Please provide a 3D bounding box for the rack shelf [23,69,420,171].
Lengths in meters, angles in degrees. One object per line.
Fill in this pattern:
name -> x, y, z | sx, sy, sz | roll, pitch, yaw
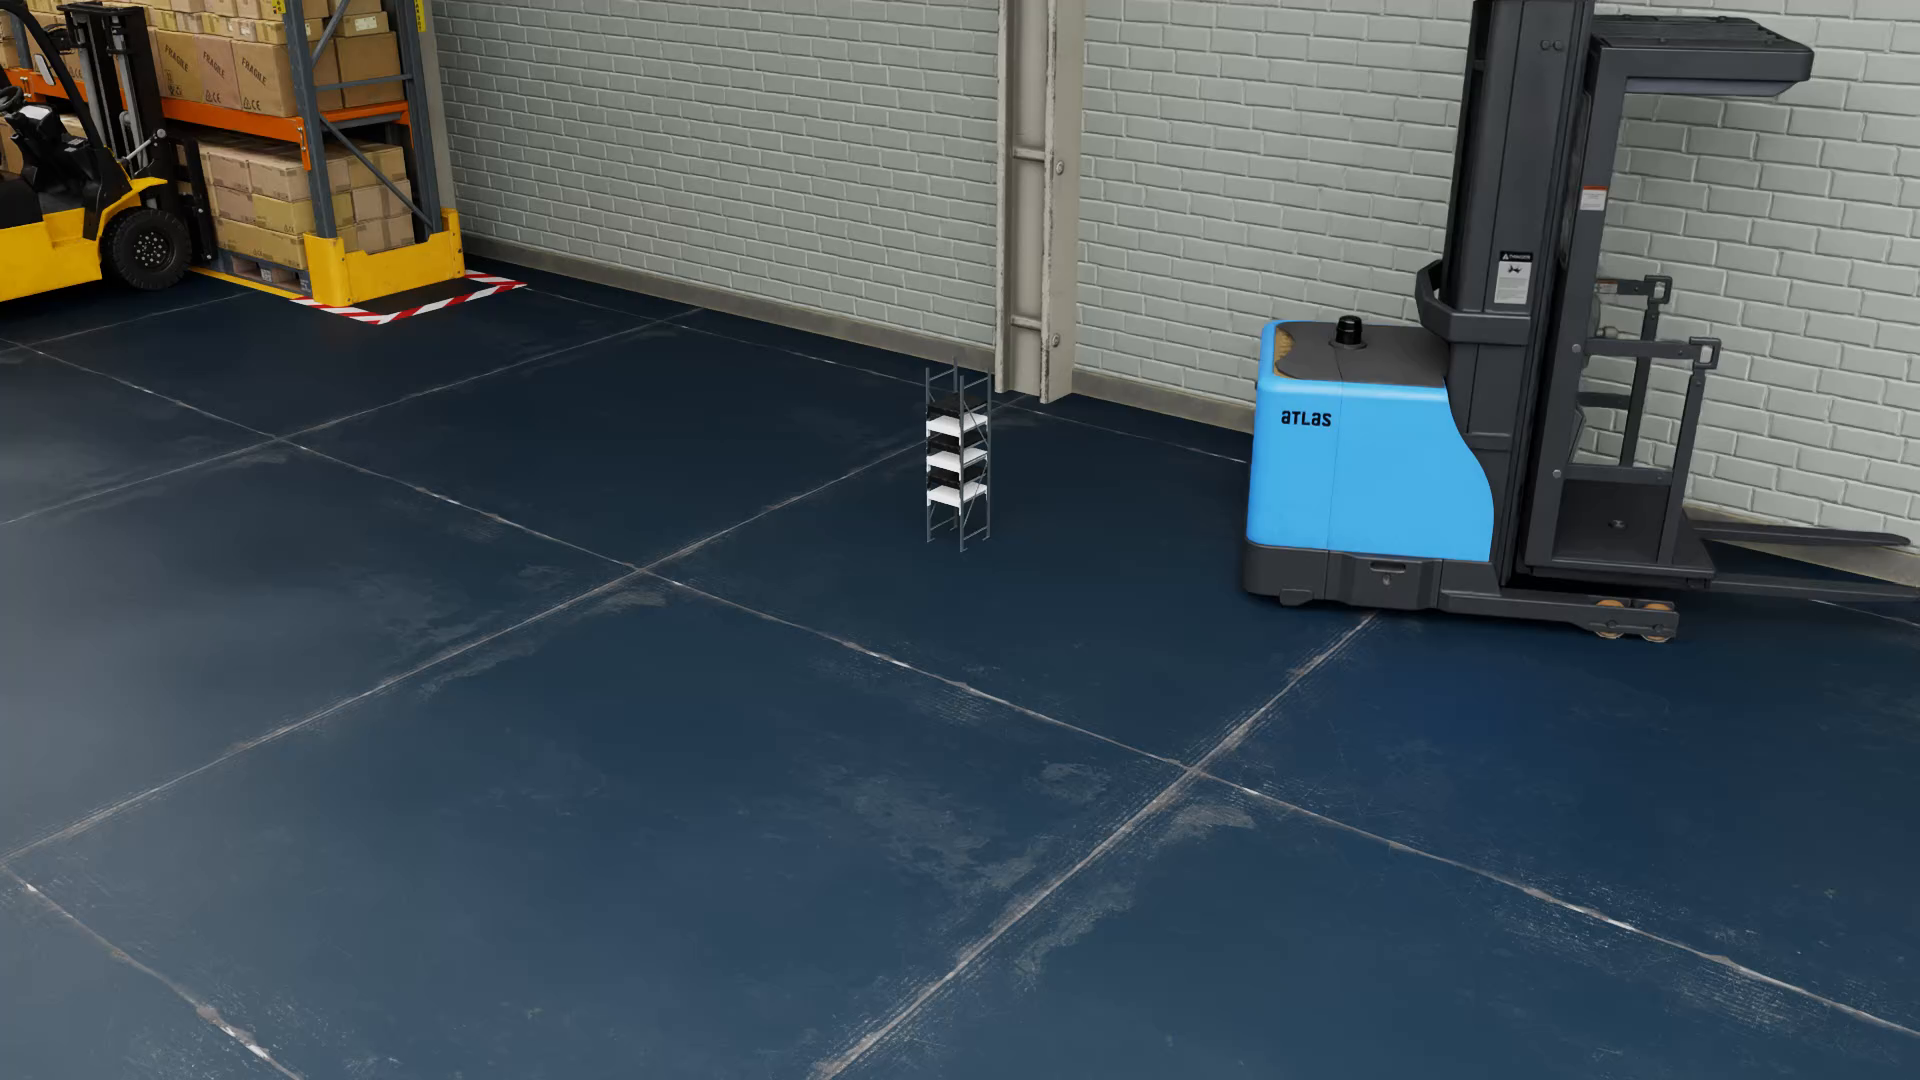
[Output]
rack shelf -> -5.922, -3.446, 13.243 | 4.000, 0.370, 1.077 | 17, 29, 33

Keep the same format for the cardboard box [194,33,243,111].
cardboard box -> -5.283, -3.500, 12.349 | 0.500, 0.500, 0.500 | 18, 29, 35

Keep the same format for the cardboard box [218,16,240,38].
cardboard box -> -5.161, -3.762, 12.140 | 0.250, 0.149, 0.380 | 17, 29, 34

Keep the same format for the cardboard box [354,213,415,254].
cardboard box -> -4.598, -2.407, 12.883 | 0.500, 0.250, 0.500 | 17, 29, 34

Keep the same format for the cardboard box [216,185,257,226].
cardboard box -> -5.294, -2.596, 12.691 | 0.500, 0.250, 0.500 | 16, 29, 33

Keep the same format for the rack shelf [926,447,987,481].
rack shelf -> -0.006, -0.383, 8.086 | 0.200, 0.077, 0.258 | 17, 29, 33

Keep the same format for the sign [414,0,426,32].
sign -> -3.984, -3.902, 12.213 | 0.005, 0.325, 0.100 | 17, 29, 33

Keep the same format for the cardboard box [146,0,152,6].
cardboard box -> -5.966, -4.158, 12.669 | 0.250, 0.149, 0.380 | 17, 29, 34

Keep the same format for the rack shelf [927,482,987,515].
rack shelf -> -0.006, -0.219, 8.159 | 0.200, 0.077, 0.258 | 17, 29, 33

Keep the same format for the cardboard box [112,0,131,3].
cardboard box -> -6.367, -4.279, 12.943 | 0.250, 0.149, 0.380 | 17, 29, 33

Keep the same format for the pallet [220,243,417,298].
pallet -> -4.959, -2.187, 12.951 | 1.213, 0.211, 1.003 | 17, 29, 33

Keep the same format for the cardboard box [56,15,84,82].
cardboard box -> -6.898, -3.992, 13.467 | 0.500, 0.500, 0.500 | 17, 29, 34

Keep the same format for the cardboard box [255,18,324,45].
cardboard box -> -4.768, -3.628, 11.834 | 0.250, 0.149, 0.380 | 17, 29, 34

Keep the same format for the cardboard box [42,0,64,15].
cardboard box -> -7.217, -4.377, 13.536 | 0.250, 0.149, 0.380 | 18, 29, 34

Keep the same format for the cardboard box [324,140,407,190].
cardboard box -> -4.593, -2.860, 12.671 | 0.500, 0.250, 0.500 | 16, 29, 33

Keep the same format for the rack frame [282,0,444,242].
rack frame -> -4.322, -3.292, 12.000 | 0.127, 3.000, 1.000 | 17, 29, 33

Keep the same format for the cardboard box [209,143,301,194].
cardboard box -> -5.290, -2.815, 12.569 | 0.500, 0.250, 0.500 | 17, 29, 34

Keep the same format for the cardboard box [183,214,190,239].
cardboard box -> -6.104, -2.603, 13.326 | 0.500, 0.250, 0.500 | 18, 29, 35

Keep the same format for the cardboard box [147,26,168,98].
cardboard box -> -6.102, -3.742, 12.898 | 0.500, 0.500, 0.500 | 17, 29, 34

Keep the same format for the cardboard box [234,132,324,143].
cardboard box -> -5.389, -3.104, 13.225 | 0.500, 0.250, 0.500 | 17, 29, 33

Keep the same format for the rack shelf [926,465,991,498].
rack shelf -> -0.006, -0.301, 8.123 | 0.200, 0.077, 0.258 | 17, 29, 33

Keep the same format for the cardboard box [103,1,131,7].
cardboard box -> -6.419, -4.121, 12.953 | 0.250, 0.149, 0.380 | 16, 28, 32

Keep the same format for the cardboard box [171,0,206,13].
cardboard box -> -5.606, -4.004, 12.321 | 0.250, 0.149, 0.380 | 18, 29, 35

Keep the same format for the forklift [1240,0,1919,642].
forklift -> 2.849, -1.129, 7.177 | 3.031, 2.935, 1.130 | 4, 24, 10

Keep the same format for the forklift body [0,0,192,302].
forklift body -> -6.934, -2.773, 11.876 | 1.214, 2.155, 2.313 | 17, 29, 33

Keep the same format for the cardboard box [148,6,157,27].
cardboard box -> -5.954, -4.019, 12.724 | 0.250, 0.149, 0.380 | 17, 29, 33

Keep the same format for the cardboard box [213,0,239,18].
cardboard box -> -5.177, -3.893, 12.068 | 0.250, 0.149, 0.380 | 18, 29, 34

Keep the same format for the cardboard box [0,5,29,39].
cardboard box -> -8.069, -4.455, 14.207 | 0.500, 0.250, 0.500 | 16, 28, 32

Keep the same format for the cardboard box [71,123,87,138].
cardboard box -> -6.921, -3.305, 13.680 | 0.500, 0.250, 0.500 | 17, 29, 33

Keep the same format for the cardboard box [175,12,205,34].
cardboard box -> -5.594, -3.875, 12.397 | 0.250, 0.149, 0.380 | 16, 28, 32

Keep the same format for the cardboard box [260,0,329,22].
cardboard box -> -4.735, -3.789, 11.832 | 0.250, 0.149, 0.380 | 17, 29, 33

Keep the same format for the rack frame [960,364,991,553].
rack frame -> 0.075, -0.389, 8.017 | 0.006, 0.900, 0.240 | 17, 29, 33

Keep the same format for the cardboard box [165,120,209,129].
cardboard box -> -6.202, -3.349, 13.781 | 0.500, 0.250, 0.500 | 17, 29, 34

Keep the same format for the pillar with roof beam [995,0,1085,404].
pillar with roof beam -> -2.119, -3.656, 5.387 | 0.400, 9.000, 9.100 | 17, 29, 33

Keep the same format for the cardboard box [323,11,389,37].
cardboard box -> -4.438, -3.800, 12.225 | 0.250, 0.149, 0.380 | 16, 28, 32

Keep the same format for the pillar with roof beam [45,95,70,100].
pillar with roof beam -> -11.722, -6.558, 11.973 | 0.400, 9.000, 9.100 | 17, 29, 33

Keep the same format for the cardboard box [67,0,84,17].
cardboard box -> -6.839, -4.240, 13.224 | 0.250, 0.149, 0.380 | 18, 29, 34

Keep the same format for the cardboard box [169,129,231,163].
cardboard box -> -6.100, -3.059, 13.122 | 0.500, 0.250, 0.500 | 16, 28, 32

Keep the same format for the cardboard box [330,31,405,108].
cardboard box -> -4.552, -3.547, 12.455 | 0.500, 0.500, 0.500 | 18, 29, 35

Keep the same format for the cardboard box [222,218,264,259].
cardboard box -> -5.280, -2.360, 12.776 | 0.500, 0.250, 0.500 | 17, 29, 33

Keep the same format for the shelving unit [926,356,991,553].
shelving unit -> -0.006, -0.414, 8.073 | 0.210, 0.900, 0.258 | 17, 29, 33

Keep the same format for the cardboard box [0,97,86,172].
cardboard box -> -8.563, -3.677, 15.299 | 0.625, 0.625, 0.875 | 16, 29, 33

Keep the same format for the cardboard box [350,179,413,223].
cardboard box -> -4.574, -2.635, 12.779 | 0.500, 0.250, 0.500 | 17, 29, 34
